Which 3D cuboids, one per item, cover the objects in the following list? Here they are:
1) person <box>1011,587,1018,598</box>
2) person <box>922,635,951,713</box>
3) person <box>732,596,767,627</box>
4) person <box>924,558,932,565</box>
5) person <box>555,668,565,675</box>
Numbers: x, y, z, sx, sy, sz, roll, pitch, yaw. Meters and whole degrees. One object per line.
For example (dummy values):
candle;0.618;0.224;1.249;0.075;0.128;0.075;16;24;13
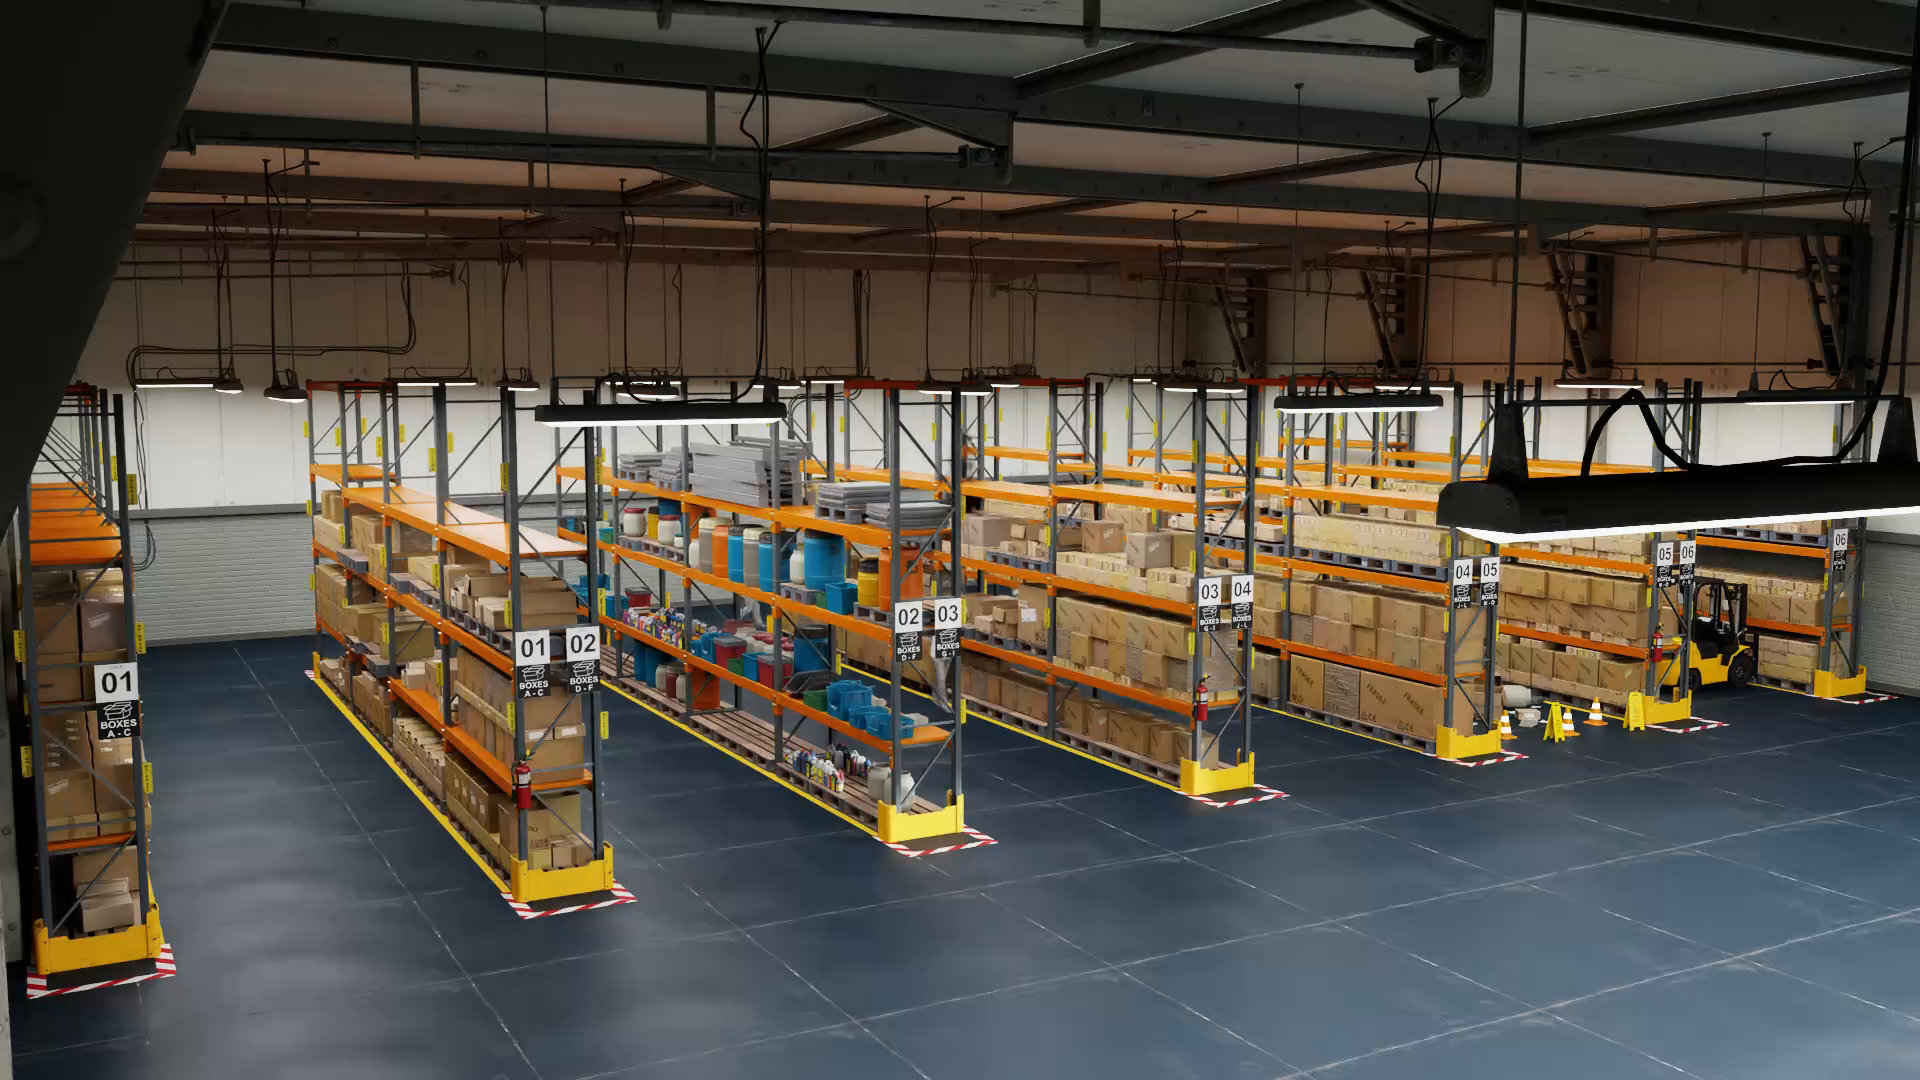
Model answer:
person;1.697;0.892;43.030;0.978;1.788;0.651;-4;7;-34
person;-0.301;2.059;28.958;0.694;1.797;0.899;-4;7;-33
person;-5.010;1.278;39.590;0.939;1.657;0.604;-2;6;-20
person;-0.830;1.219;40.907;0.577;1.555;0.764;3;7;24
person;-7.075;2.411;28.970;0.639;1.773;0.738;-5;8;-40
